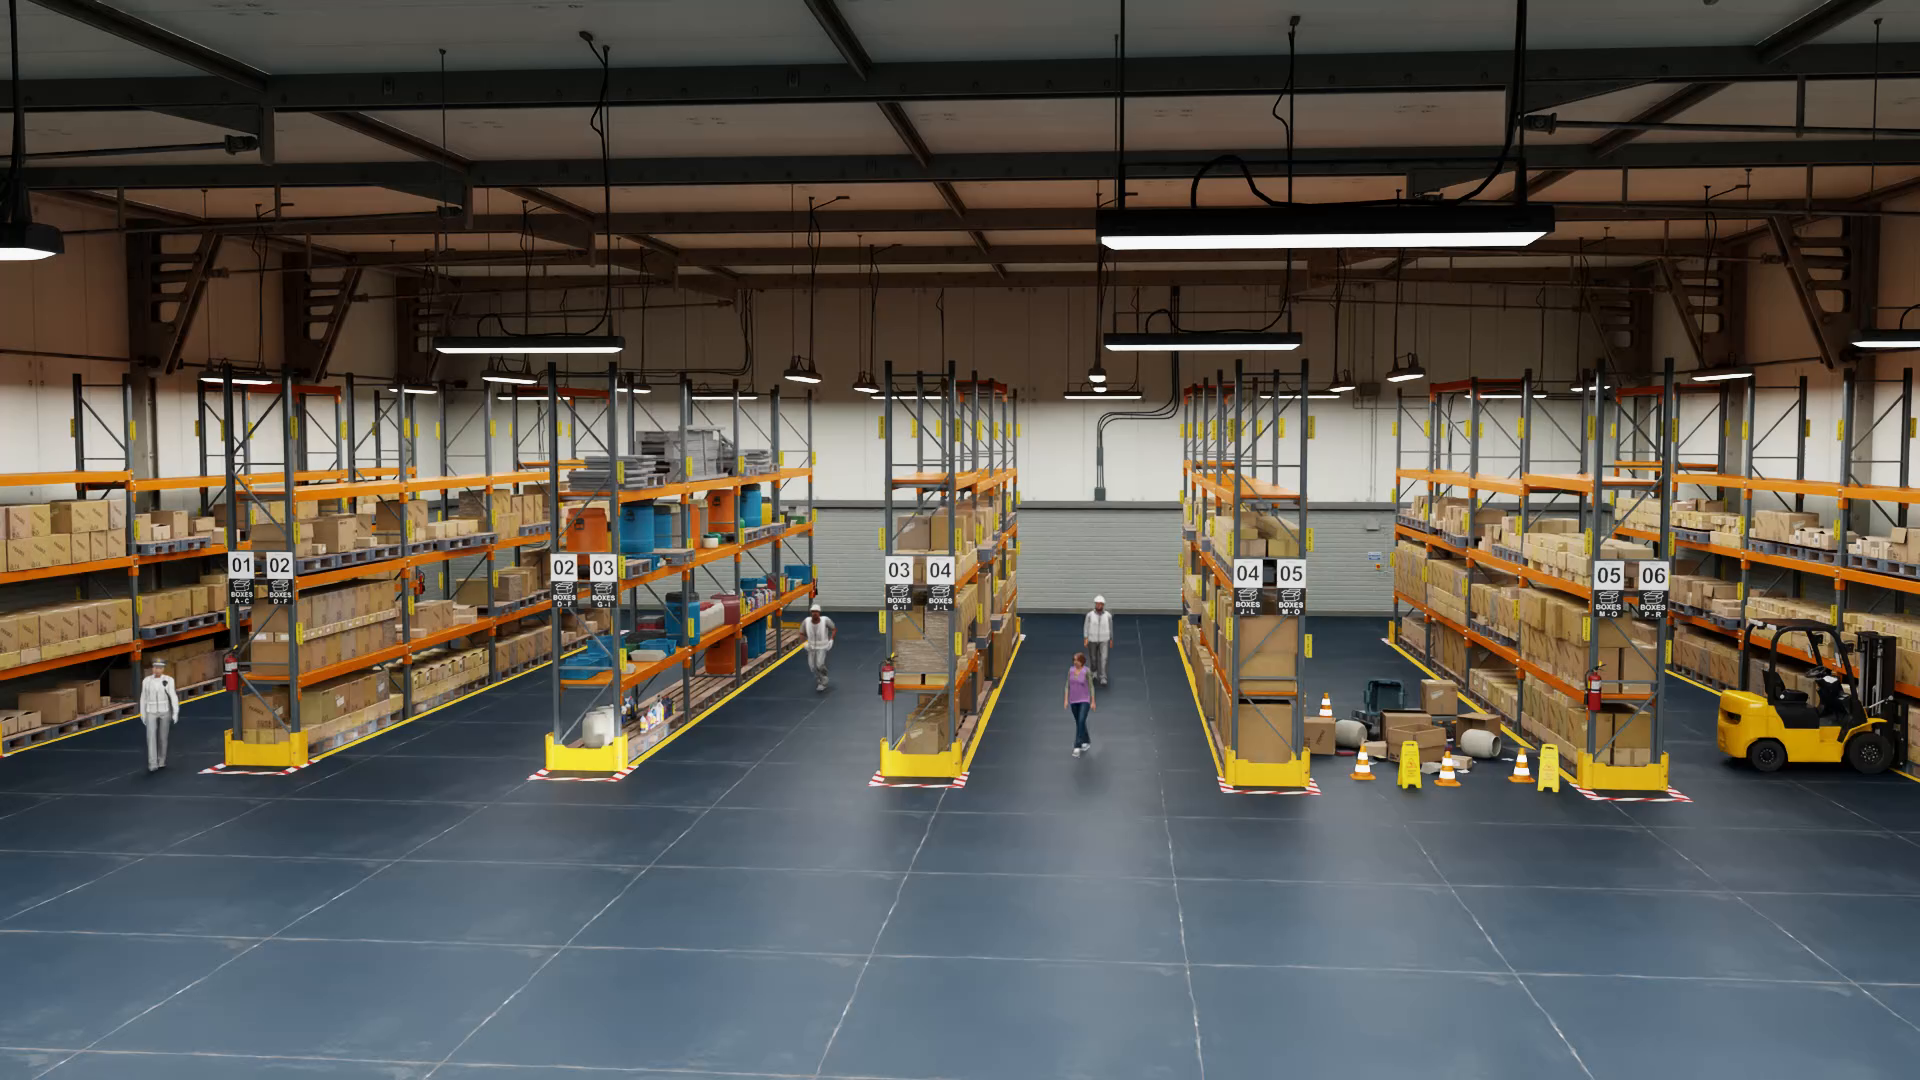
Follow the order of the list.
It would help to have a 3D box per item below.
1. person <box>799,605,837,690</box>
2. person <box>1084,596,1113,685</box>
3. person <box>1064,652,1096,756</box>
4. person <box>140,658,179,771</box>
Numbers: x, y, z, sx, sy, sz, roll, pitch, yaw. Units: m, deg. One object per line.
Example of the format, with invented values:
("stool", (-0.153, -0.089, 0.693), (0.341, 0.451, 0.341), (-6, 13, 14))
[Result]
("person", (-2.733, 2.064, 31.931), (0.681, 1.685, 0.649), (1, 4, 15))
("person", (2.744, 1.974, 32.921), (0.589, 1.718, 1.084), (0, 4, 2))
("person", (1.818, 2.511, 25.672), (0.448, 1.563, 0.856), (3, 5, 34))
("person", (-11.783, 2.564, 24.474), (0.519, 1.657, 0.848), (-2, 4, -25))
